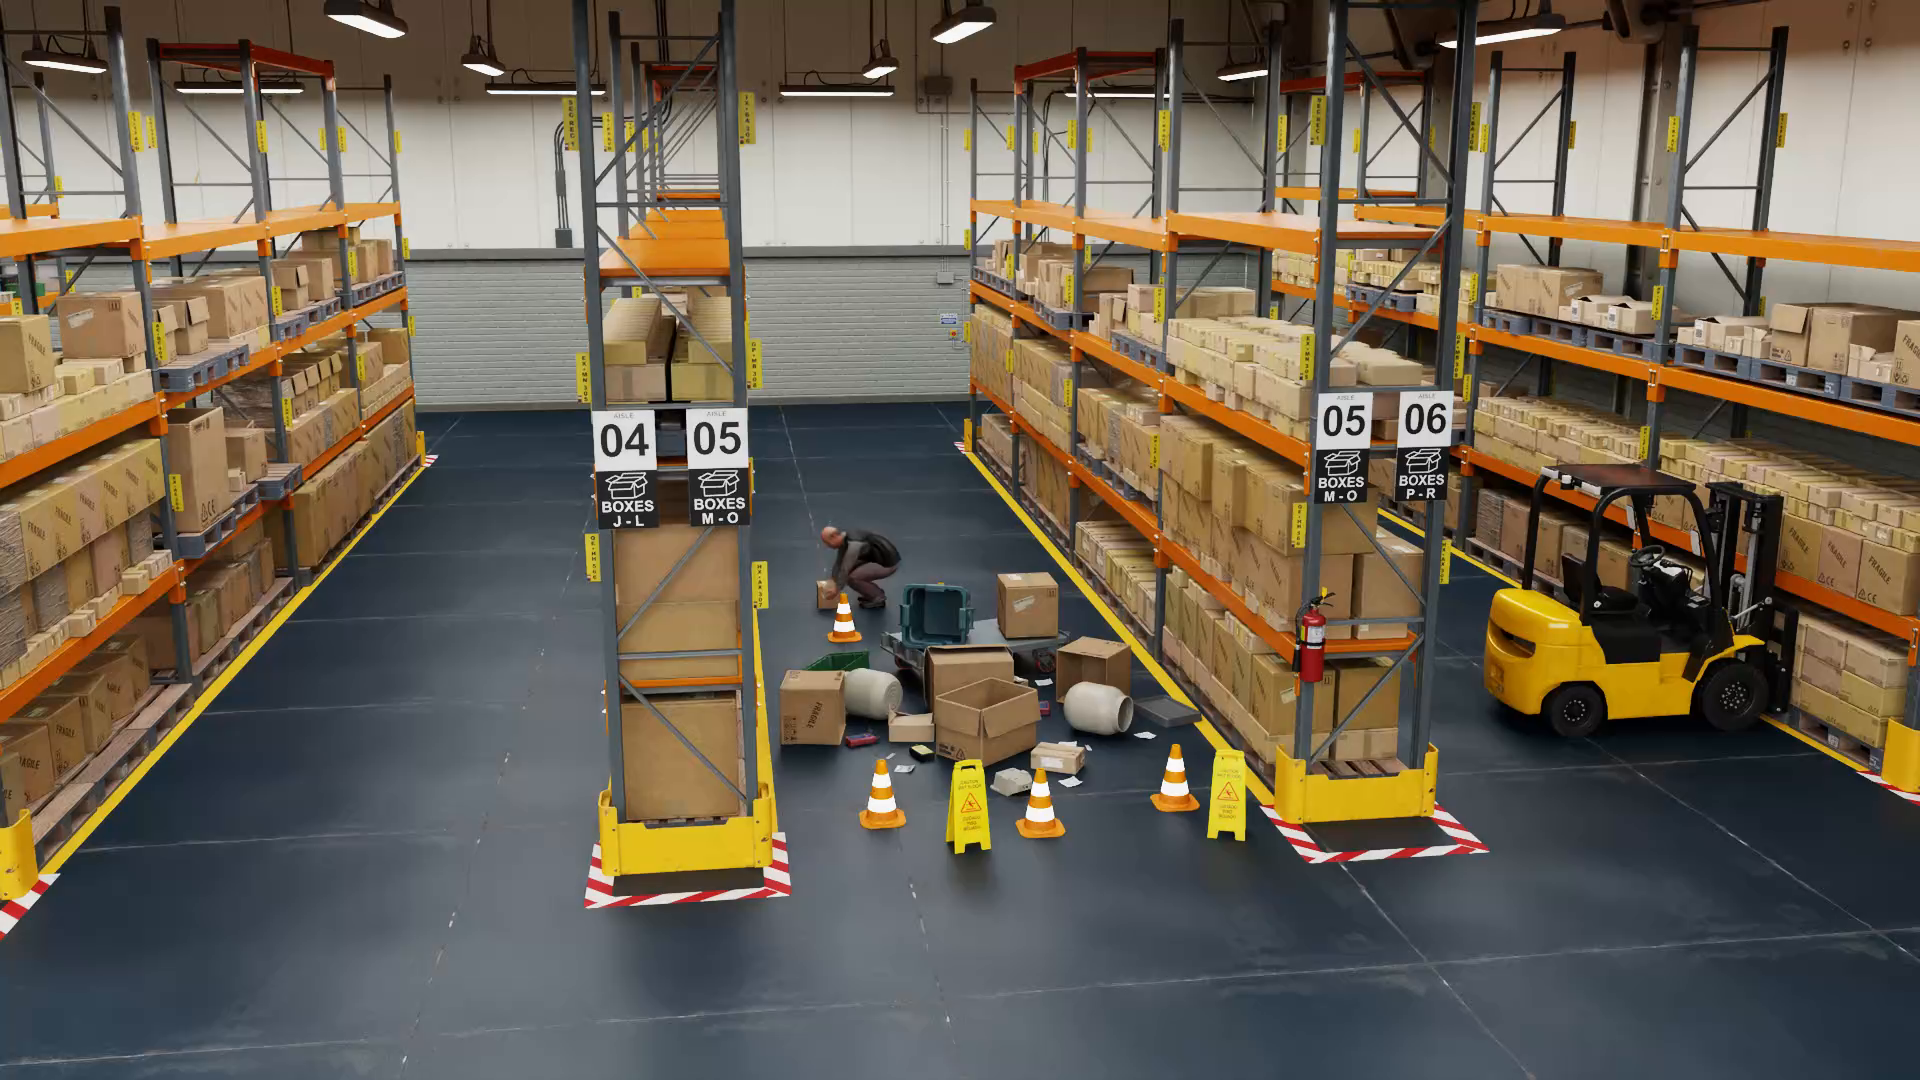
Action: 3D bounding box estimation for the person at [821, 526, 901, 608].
[{"bbox_3d":[-1.083,0.274,18.174,0.868,0.906,0.537,-2,13,-8],"label":"person"}]
